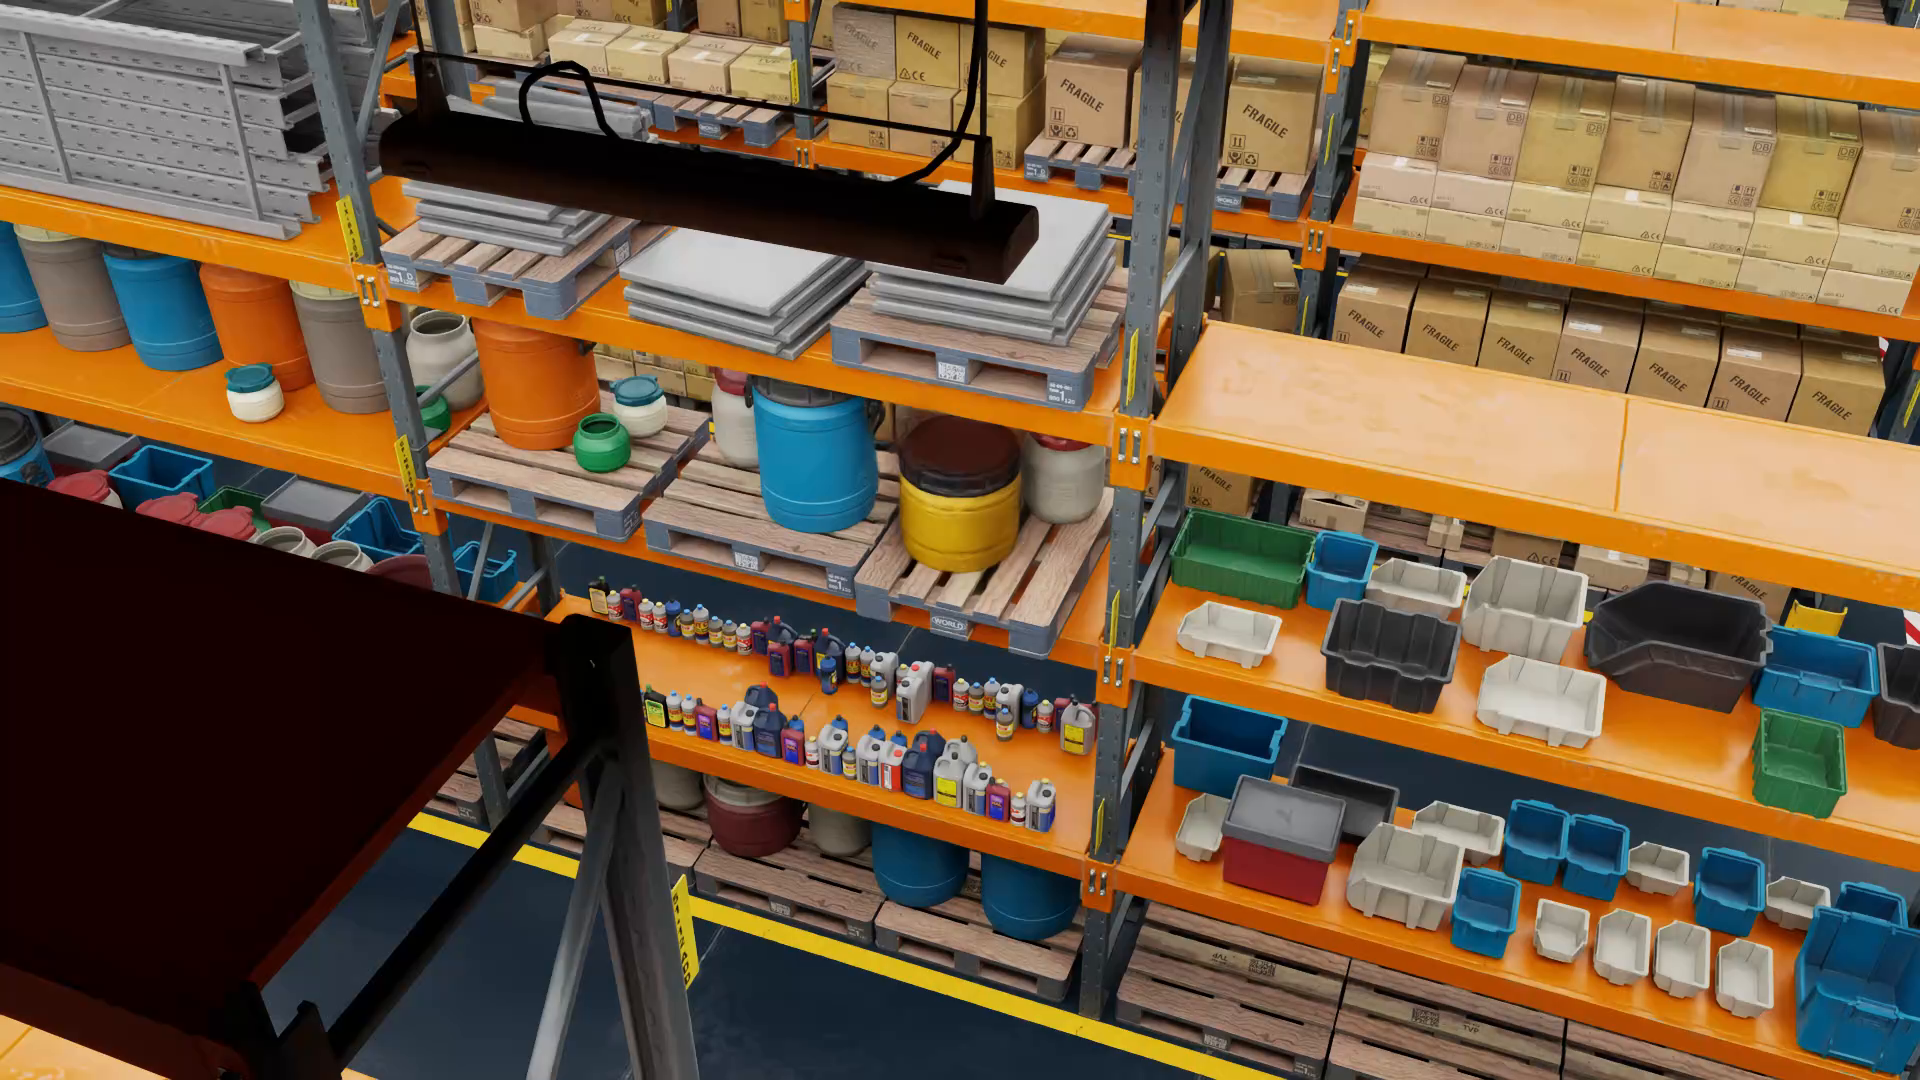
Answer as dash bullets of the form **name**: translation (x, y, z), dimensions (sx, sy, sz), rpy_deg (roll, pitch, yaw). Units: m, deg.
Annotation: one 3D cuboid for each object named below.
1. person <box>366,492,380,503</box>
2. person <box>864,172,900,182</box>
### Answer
- **person**: translation (-4.528, -0.169, 12.275), dimensions (0.667, 1.621, 0.757), rpy_deg (-21, 41, -25)
- **person**: translation (-0.795, -3.264, 16.313), dimensions (0.508, 1.757, 0.590), rpy_deg (21, 41, 26)
